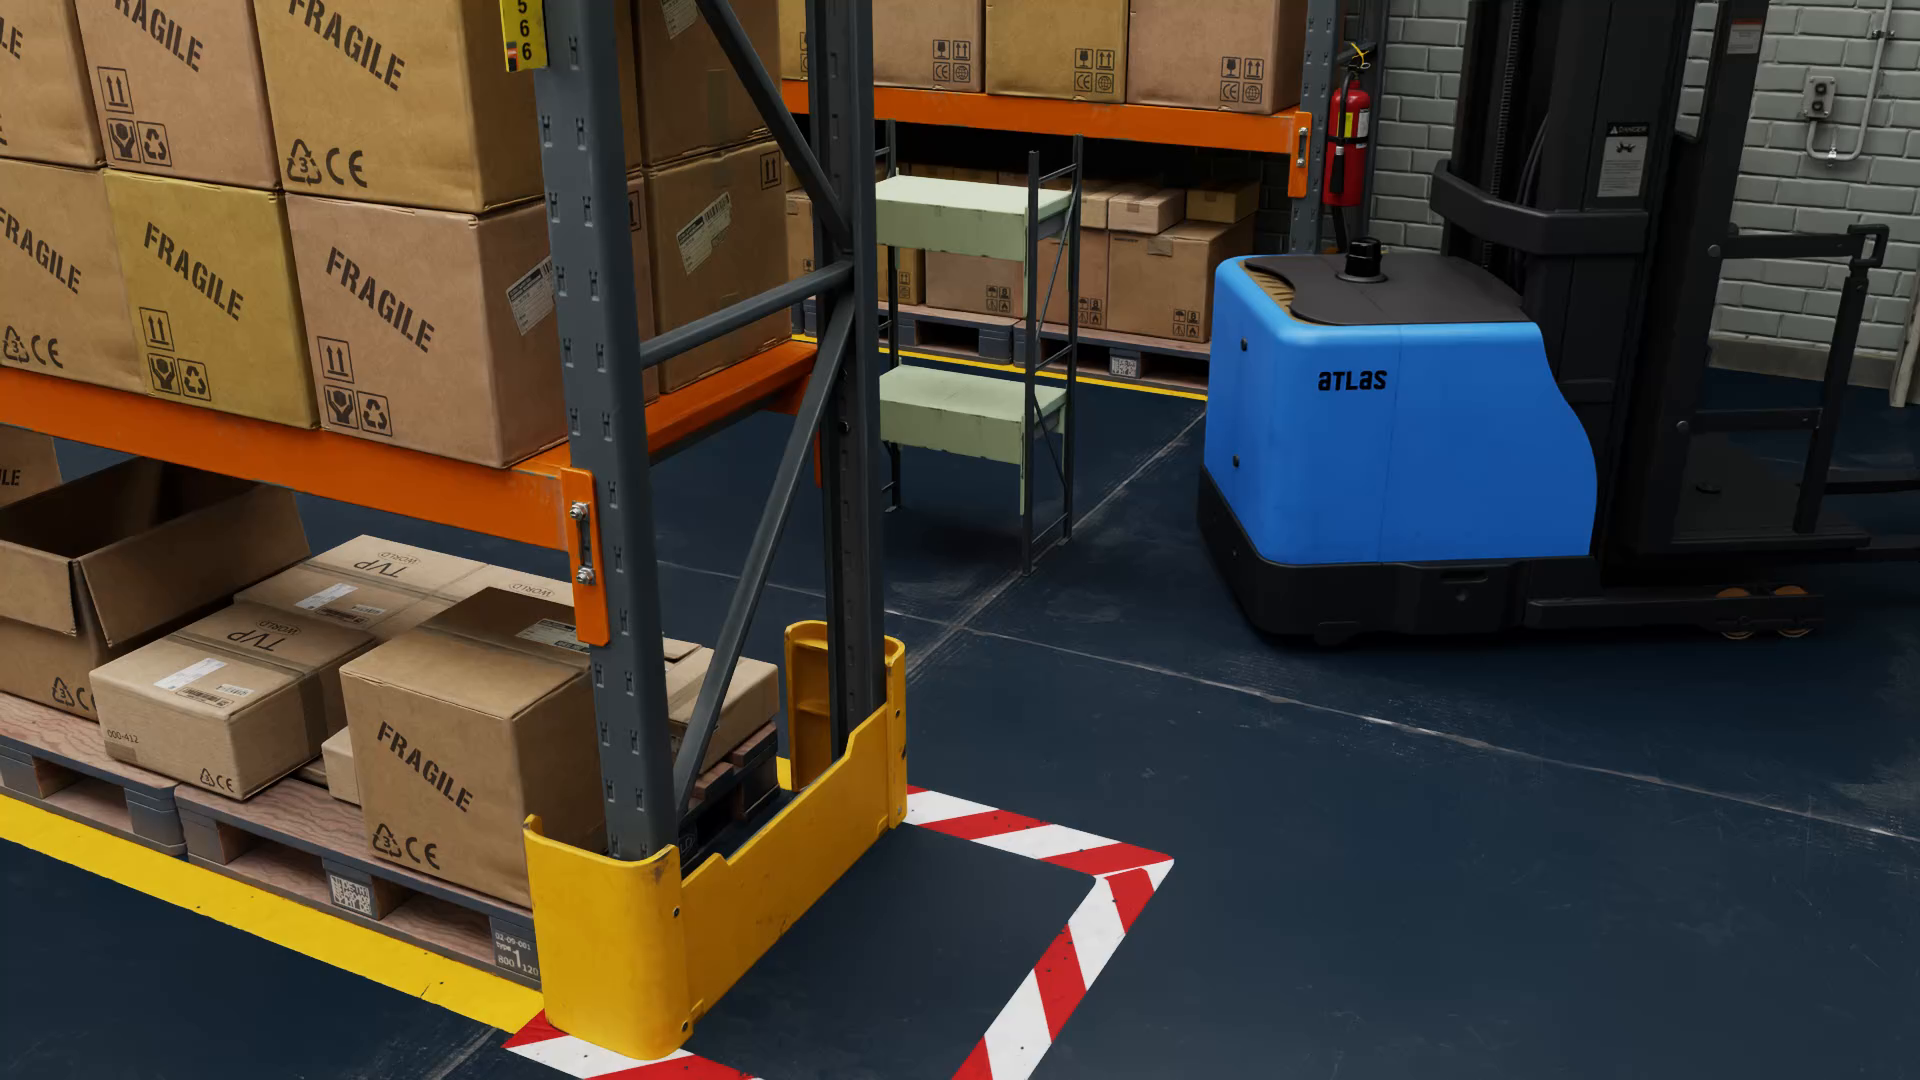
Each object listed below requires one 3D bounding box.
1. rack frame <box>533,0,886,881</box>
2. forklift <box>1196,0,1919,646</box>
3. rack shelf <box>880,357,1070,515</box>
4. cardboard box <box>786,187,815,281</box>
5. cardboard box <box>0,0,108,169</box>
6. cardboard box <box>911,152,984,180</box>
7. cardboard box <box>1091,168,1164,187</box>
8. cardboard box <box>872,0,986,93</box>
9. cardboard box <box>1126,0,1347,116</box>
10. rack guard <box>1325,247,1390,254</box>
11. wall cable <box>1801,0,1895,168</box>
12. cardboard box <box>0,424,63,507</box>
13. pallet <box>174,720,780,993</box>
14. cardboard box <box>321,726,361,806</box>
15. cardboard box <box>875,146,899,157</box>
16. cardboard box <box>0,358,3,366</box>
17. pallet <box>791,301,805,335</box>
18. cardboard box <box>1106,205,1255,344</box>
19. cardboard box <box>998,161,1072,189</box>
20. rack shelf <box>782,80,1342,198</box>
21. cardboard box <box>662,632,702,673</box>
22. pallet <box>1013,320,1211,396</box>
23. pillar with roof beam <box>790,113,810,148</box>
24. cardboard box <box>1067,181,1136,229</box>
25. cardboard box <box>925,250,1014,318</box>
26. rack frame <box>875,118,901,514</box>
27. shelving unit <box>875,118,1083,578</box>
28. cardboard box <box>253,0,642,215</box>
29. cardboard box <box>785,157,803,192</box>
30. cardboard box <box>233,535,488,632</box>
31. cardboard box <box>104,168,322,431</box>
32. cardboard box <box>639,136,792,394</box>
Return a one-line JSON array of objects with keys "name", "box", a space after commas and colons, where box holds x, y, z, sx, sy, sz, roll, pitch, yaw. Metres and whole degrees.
[{"name": "rack frame", "box": [-0.470, -0.465, 3.511, 0.127, 3.000, 1.000, 11, 25, 25]}, {"name": "forklift", "box": [2.428, -1.226, 5.389, 3.031, 2.935, 1.130, -2, 23, -4]}, {"name": "rack shelf", "box": [-0.006, -0.391, 6.087, 0.720, 0.370, 0.431, 11, 25, 25]}, {"name": "cardboard box", "box": [-0.740, -1.688, 9.043, 0.500, 0.500, 0.700, 11, 25, 24]}, {"name": "cardboard box", "box": [-1.907, -1.133, 3.675, 0.500, 0.500, 0.500, 12, 26, 26]}, {"name": "cardboard box", "box": [-0.064, -1.942, 8.812, 0.250, 0.149, 0.380, 11, 25, 24]}, {"name": "cardboard box", "box": [0.842, -1.763, 8.391, 0.250, 0.149, 0.380, 11, 26, 25]}, {"name": "cardboard box", "box": [-0.028, -2.683, 8.343, 0.700, 0.700, 0.980, 10, 25, 22]}, {"name": "cardboard box", "box": [1.302, -2.421, 7.726, 0.700, 0.700, 0.980, 12, 26, 27]}, {"name": "rack guard", "box": [1.783, -1.041, 8.060, 0.348, 0.500, 1.175, 11, 25, 25]}, {"name": "wall cable", "box": [3.332, -2.768, 7.627, 1.851, 1.984, 0.084, 11, 25, 25]}, {"name": "cardboard box", "box": [-3.403, -0.222, 5.571, 0.500, 0.500, 0.500, 11, 25, 25]}, {"name": "pallet", "box": [-1.249, 0.664, 4.419, 1.213, 0.211, 1.003, 11, 25, 25]}, {"name": "cardboard box", "box": [-1.387, 0.523, 4.245, 0.250, 0.166, 0.380, 11, 25, 25]}, {"name": "cardboard box", "box": [-0.520, -2.032, 9.024, 0.250, 0.149, 0.380, 10, 25, 23]}, {"name": "cardboard box", "box": [-2.349, -0.765, 4.087, 0.500, 0.500, 0.500, 11, 25, 24]}, {"name": "pallet", "box": [-1.164, -1.457, 9.407, 1.213, 0.211, 1.003, 11, 25, 25]}, {"name": "cardboard box", "box": [1.092, -1.328, 8.196, 0.500, 0.500, 0.700, 11, 25, 25]}, {"name": "cardboard box", "box": [0.391, -1.852, 8.601, 0.250, 0.149, 0.380, 12, 26, 25]}, {"name": "rack shelf", "box": [-0.023, -2.218, 8.552, 4.000, 0.370, 1.077, 11, 25, 25]}, {"name": "cardboard box", "box": [-0.911, 0.398, 4.539, 0.250, 0.166, 0.380, 11, 25, 25]}, {"name": "pallet", "box": [1.013, -1.027, 8.394, 1.213, 0.211, 1.003, 11, 25, 25]}, {"name": "pillar with roof beam", "box": [-2.735, -4.338, 4.952, 0.400, 9.000, 9.100, 11, 25, 25]}, {"name": "cardboard box", "box": [0.667, -1.630, 8.079, 0.250, 0.149, 0.380, 12, 26, 26]}, {"name": "cardboard box", "box": [0.196, -1.505, 8.612, 0.500, 0.500, 0.700, 10, 25, 23]}, {"name": "rack frame", "box": [-0.333, -0.756, 6.111, 0.023, 1.500, 0.400, 11, 25, 25]}, {"name": "shelving unit", "box": [-0.006, -0.691, 5.959, 0.755, 1.500, 0.431, 11, 25, 25]}, {"name": "cardboard box", "box": [-0.991, -0.954, 3.255, 0.500, 0.500, 0.500, 11, 25, 24]}, {"name": "cardboard box", "box": [-0.963, -1.952, 8.835, 0.250, 0.149, 0.380, 12, 26, 26]}, {"name": "cardboard box", "box": [-1.719, 0.226, 4.837, 0.500, 0.250, 0.500, 11, 25, 25]}, {"name": "cardboard box", "box": [-1.457, -0.586, 3.667, 0.500, 0.500, 0.500, 11, 26, 25]}, {"name": "cardboard box", "box": [-0.747, -0.682, 3.892, 0.500, 0.500, 0.500, 12, 26, 26]}]
